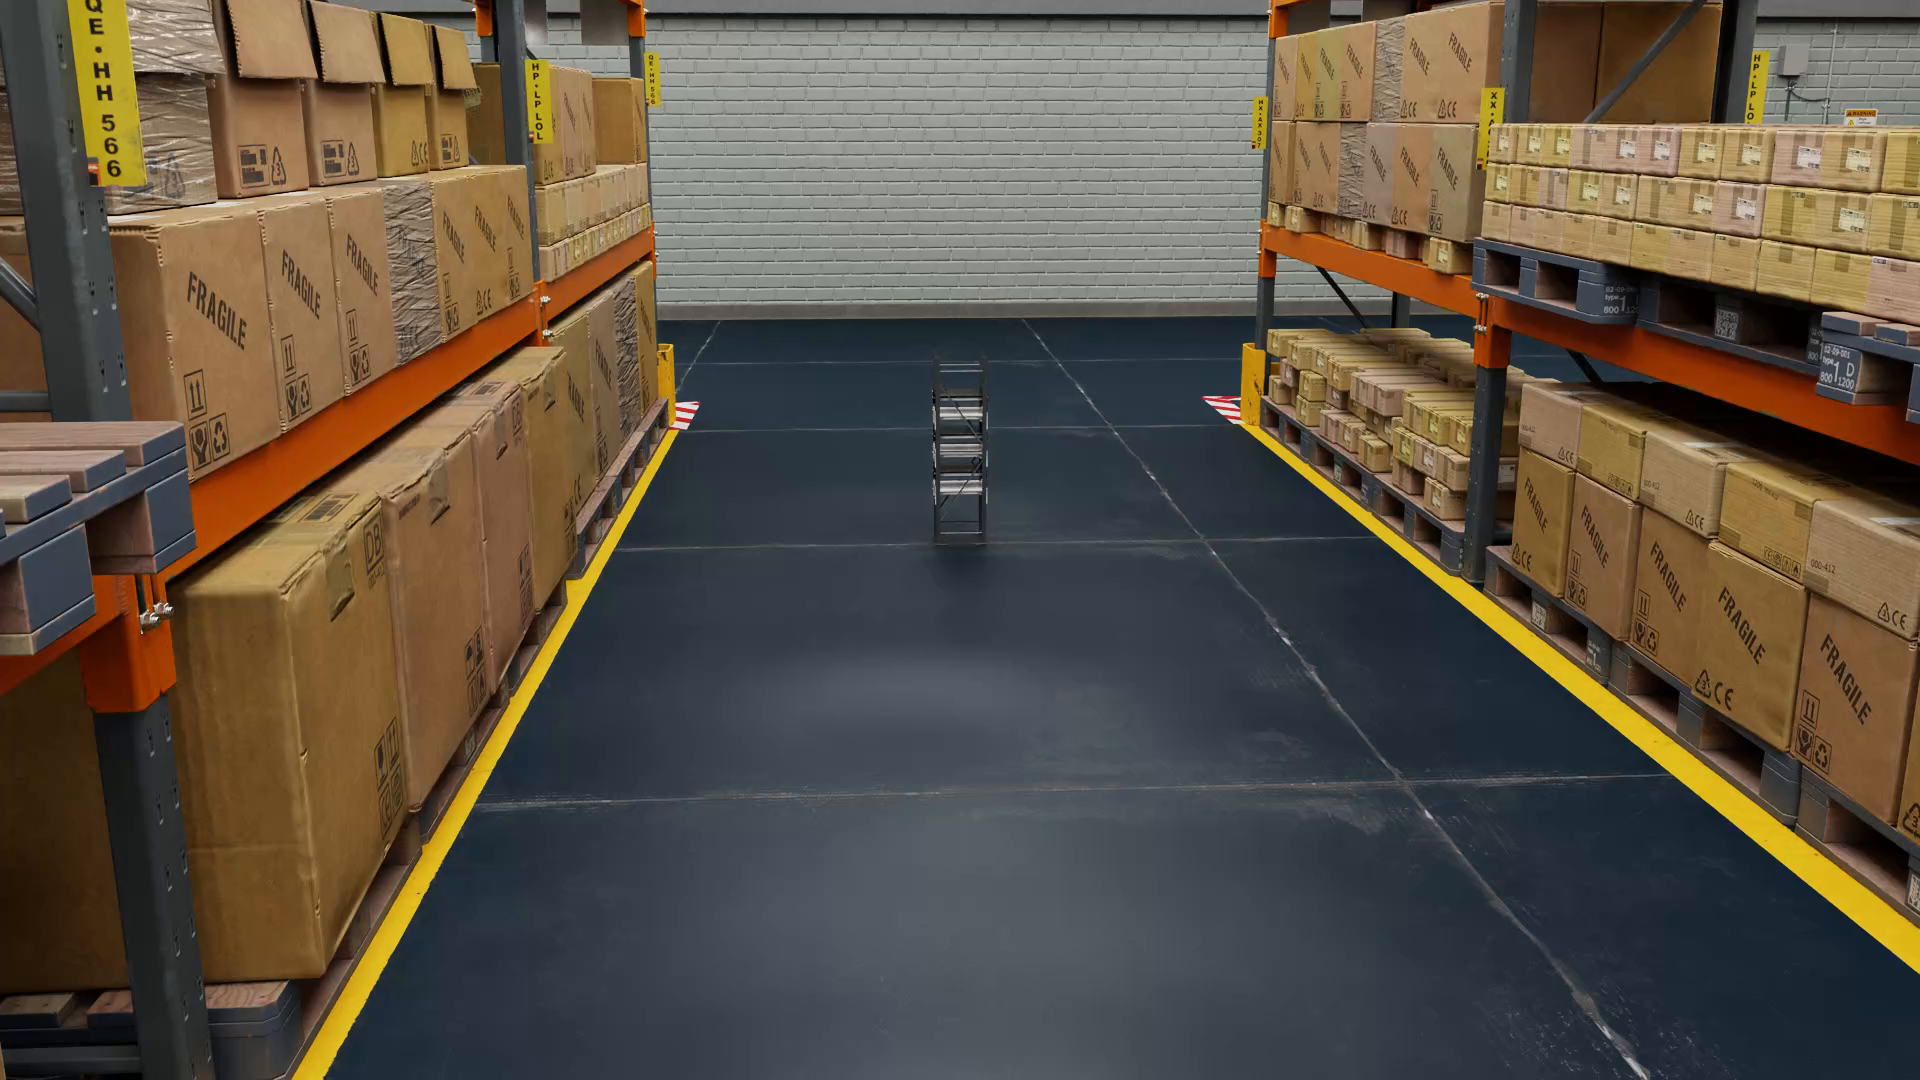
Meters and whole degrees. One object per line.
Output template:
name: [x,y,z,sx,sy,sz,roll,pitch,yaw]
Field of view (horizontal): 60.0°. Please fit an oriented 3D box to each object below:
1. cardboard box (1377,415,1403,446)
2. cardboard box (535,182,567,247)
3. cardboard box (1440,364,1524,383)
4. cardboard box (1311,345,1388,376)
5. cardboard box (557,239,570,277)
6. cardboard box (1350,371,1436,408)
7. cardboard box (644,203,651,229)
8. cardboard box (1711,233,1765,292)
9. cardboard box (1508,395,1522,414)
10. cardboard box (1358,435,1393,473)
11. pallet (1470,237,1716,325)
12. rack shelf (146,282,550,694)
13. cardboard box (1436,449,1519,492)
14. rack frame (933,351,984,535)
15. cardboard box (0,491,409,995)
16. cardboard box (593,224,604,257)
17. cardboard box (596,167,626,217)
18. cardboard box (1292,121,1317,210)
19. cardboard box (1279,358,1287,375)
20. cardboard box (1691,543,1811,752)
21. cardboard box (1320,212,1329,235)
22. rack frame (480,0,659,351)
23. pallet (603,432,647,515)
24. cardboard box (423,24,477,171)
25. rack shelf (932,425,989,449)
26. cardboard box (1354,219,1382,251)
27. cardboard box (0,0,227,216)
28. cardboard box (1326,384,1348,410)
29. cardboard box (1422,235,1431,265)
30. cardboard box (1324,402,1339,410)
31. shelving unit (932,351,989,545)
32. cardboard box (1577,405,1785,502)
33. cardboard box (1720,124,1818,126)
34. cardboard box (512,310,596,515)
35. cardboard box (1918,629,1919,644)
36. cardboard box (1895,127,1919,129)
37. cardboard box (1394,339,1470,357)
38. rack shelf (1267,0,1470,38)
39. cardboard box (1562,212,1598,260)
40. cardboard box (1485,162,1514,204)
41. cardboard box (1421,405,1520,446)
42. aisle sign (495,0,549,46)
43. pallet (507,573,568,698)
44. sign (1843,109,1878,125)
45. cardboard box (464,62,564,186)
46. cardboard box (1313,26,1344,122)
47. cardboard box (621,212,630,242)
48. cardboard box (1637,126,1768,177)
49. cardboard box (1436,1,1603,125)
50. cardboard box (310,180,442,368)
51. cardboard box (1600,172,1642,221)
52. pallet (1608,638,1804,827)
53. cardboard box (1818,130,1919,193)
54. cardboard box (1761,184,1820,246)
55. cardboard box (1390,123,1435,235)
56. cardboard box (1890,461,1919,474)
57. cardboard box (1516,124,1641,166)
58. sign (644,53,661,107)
cardboard box: [2.368,-0.578,8.535,0.380,0.149,0.250,-1,14,-2]
cardboard box: [-2.003,-1.418,7.223,0.500,0.250,0.500,-1,14,-4]
cardboard box: [2.835,-0.866,9.058,0.380,0.149,0.250,-1,14,-3]
cardboard box: [2.290,-1.056,9.795,0.380,0.149,0.250,-2,15,-6]
cardboard box: [-1.938,-1.248,7.363,0.380,0.149,0.250,-1,14,-5]
cardboard box: [2.285,-0.796,8.785,0.380,0.149,0.250,-1,14,-5]
cardboard box: [-2.132,-2.016,10.345,0.380,0.149,0.250,-1,14,-2]
cardboard box: [2.406,-0.799,4.774,0.380,0.149,0.250,0,14,-2]
cardboard box: [2.884,-0.609,8.057,0.380,0.149,0.250,-1,14,-4]
cardboard box: [2.293,-0.450,8.634,0.380,0.149,0.250,-1,14,-4]
pallet: [2.624,-0.992,6.248,1.003,0.211,1.213,-1,14,-3]
rack shelf: [-2.111,-0.380,4.928,1.077,0.370,4.000,-1,14,-3]
cardboard box: [2.385,-0.318,7.523,0.380,0.149,0.250,-1,14,-2]
rack frame: [-0.007,-0.463,8.020,0.240,0.900,0.006,-1,14,-3]
cardboard box: [-2.009,0.422,3.786,1.225,0.875,0.875,-2,15,-6]
cardboard box: [-2.002,-1.505,8.362,0.380,0.149,0.250,-1,14,-3]
cardboard box: [-2.126,-1.923,9.185,0.500,0.250,0.500,-1,14,-5]
cardboard box: [2.284,-2.216,9.822,0.500,0.500,0.500,-1,14,-3]
cardboard box: [2.250,-1.105,10.582,0.380,0.149,0.250,0,14,-1]
cardboard box: [2.590,0.304,4.997,0.500,0.500,0.500,-2,15,-6]
cardboard box: [2.340,-1.872,9.787,0.380,0.149,0.250,0,14,-1]
rack frame: [-2.483,-2.221,10.638,1.000,3.000,0.127,-1,14,-3]
pallet: [-2.283,-0.370,9.041,1.003,0.211,1.213,-1,14,-3]
cardboard box: [-2.188,-1.602,6.017,0.797,0.503,0.637,-1,14,-5]
rack shelf: [0.000,-0.493,7.908,0.258,0.077,0.200,-1,14,-3]
cardboard box: [2.301,-1.611,8.772,0.380,0.149,0.250,-1,14,-2]
cardboard box: [-2.017,-0.948,3.476,0.797,0.503,0.637,0,14,-2]
cardboard box: [2.333,-0.846,9.577,0.380,0.149,0.250,-2,15,-6]
cardboard box: [2.388,-1.353,7.769,0.380,0.149,0.250,0,14,-1]
cardboard box: [2.324,-0.707,9.633,0.380,0.149,0.250,-1,14,-3]
shelving unit: [0.000,-0.438,7.922,0.258,0.900,0.210,-1,14,-3]
cardboard box: [2.539,-0.313,5.893,0.500,0.250,0.500,0,14,-2]
cardboard box: [2.973,-1.419,5.991,0.380,0.149,0.250,-1,14,-5]
cardboard box: [-2.196,-0.566,7.627,0.875,0.875,0.875,-1,14,-3]
cardboard box: [2.665,0.195,3.916,0.500,0.250,0.500,-1,14,-5]
cardboard box: [3.039,-1.159,4.980,0.380,0.149,0.250,-1,14,-4]
cardboard box: [2.860,-1.130,10.081,0.380,0.149,0.250,-1,14,-5]
rack shelf: [2.597,-2.879,8.621,1.077,0.370,4.000,-1,14,-3]
cardboard box: [2.336,-1.061,5.790,0.380,0.149,0.250,-1,14,-3]
cardboard box: [2.287,-1.398,6.505,0.380,0.149,0.250,-1,14,-3]
cardboard box: [2.384,-0.536,7.773,0.380,0.149,0.250,-1,14,-3]
aisle sign: [-2.787,-3.493,10.366,0.394,0.787,0.004,-1,14,-3]
pallet: [-2.112,0.315,6.378,1.003,0.211,1.213,-1,14,-3]
sign: [9.073,-4.223,16.761,0.339,0.242,0.001,-1,14,-3]
cardboard box: [-2.010,-1.784,7.138,0.500,0.500,0.500,-1,14,-3]
cardboard box: [2.284,-2.578,9.223,0.500,0.500,0.500,-1,14,-5]
cardboard box: [-2.068,-1.762,9.358,0.380,0.149,0.250,-1,14,-5]
cardboard box: [2.368,-1.221,5.218,0.380,0.149,0.250,0,14,-1]
cardboard box: [2.422,-2.067,7.236,0.500,0.500,0.500,-1,14,-5]
cardboard box: [-1.845,-0.785,4.856,0.500,0.500,0.500,-1,14,-3]
cardboard box: [2.357,-1.138,5.494,0.380,0.149,0.250,0,14,-1]
pallet: [2.850,0.571,5.385,1.003,0.211,1.213,-1,14,-3]
cardboard box: [2.431,-0.961,4.210,0.380,0.149,0.250,0,14,-2]
cardboard box: [2.419,-0.880,4.492,0.380,0.149,0.250,-1,14,-4]
cardboard box: [2.378,-1.715,7.875,0.500,0.500,0.500,-1,14,-5]
cardboard box: [3.119,-0.063,4.921,0.500,0.250,0.500,-1,14,-3]
cardboard box: [2.310,-1.473,6.199,0.380,0.149,0.250,0,14,-2]
sign: [-1.941,-2.901,10.483,0.100,0.325,0.005,-1,14,-3]
